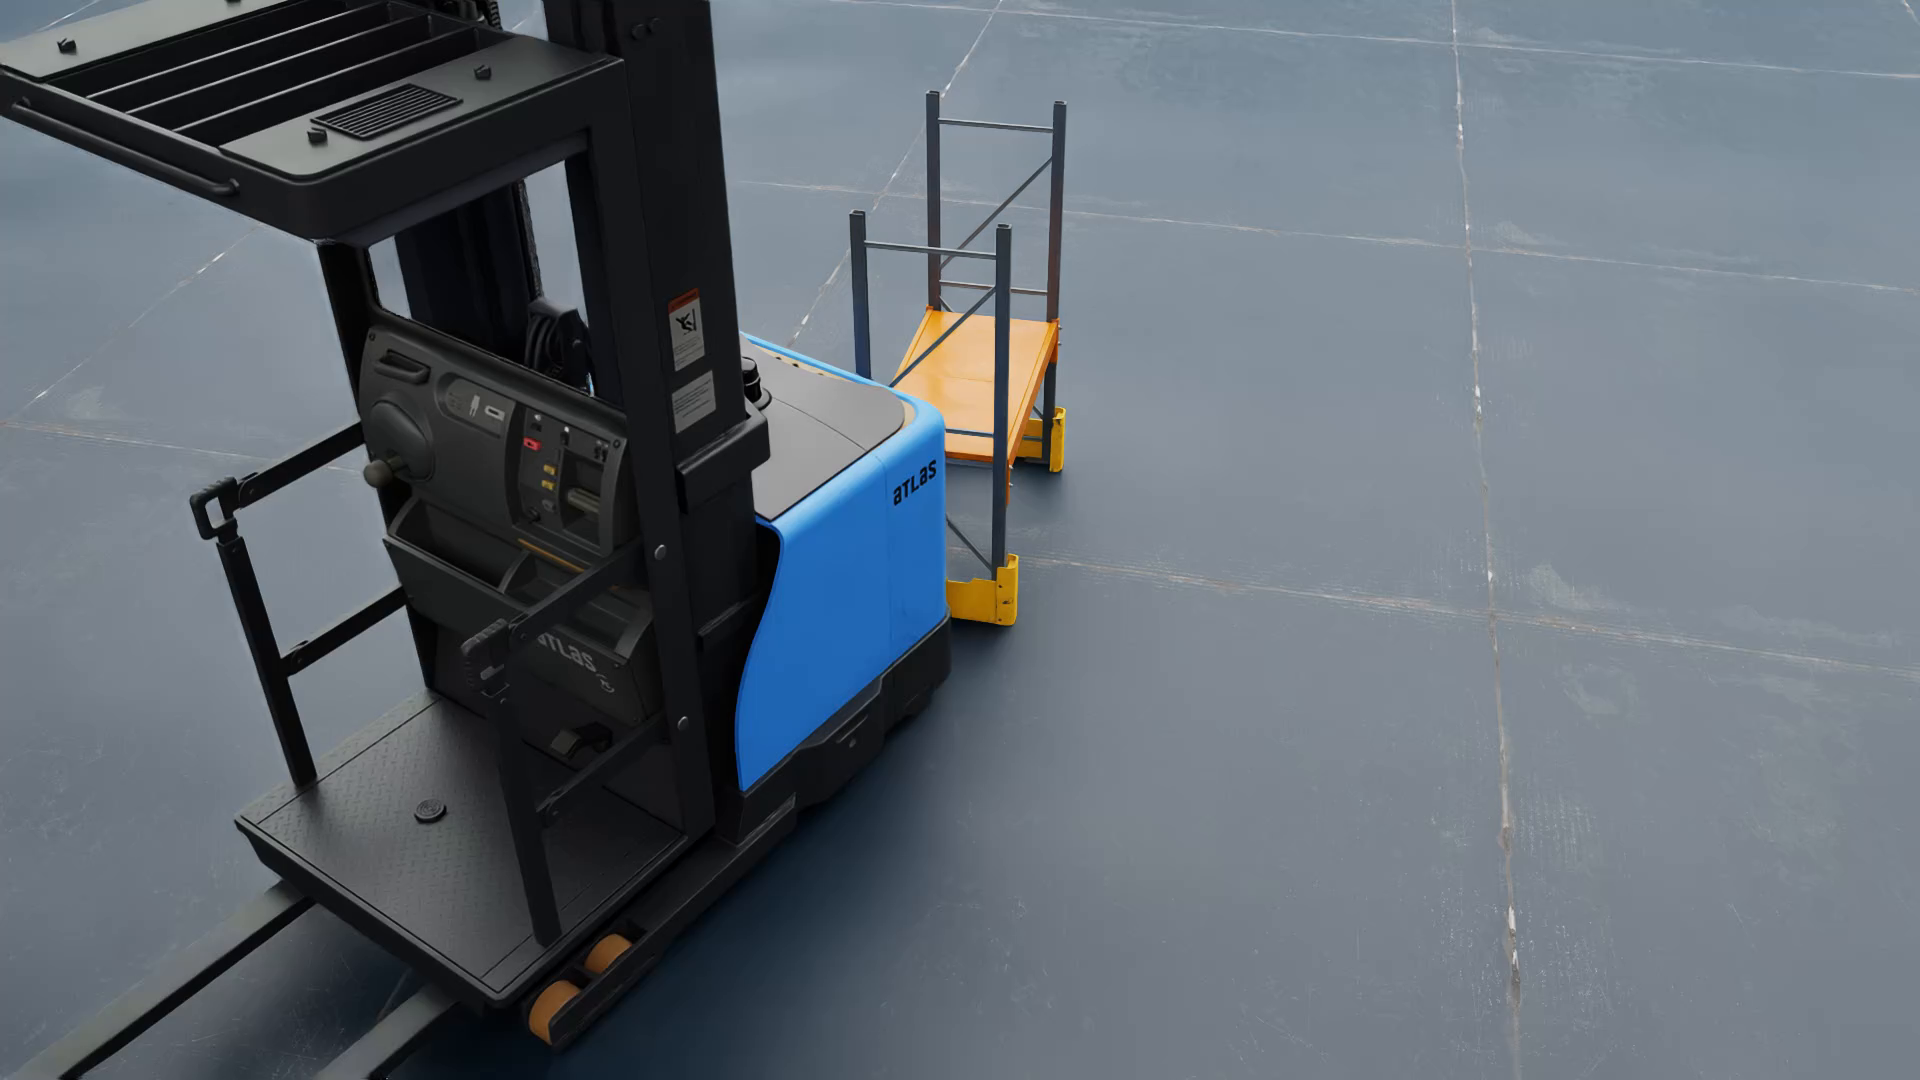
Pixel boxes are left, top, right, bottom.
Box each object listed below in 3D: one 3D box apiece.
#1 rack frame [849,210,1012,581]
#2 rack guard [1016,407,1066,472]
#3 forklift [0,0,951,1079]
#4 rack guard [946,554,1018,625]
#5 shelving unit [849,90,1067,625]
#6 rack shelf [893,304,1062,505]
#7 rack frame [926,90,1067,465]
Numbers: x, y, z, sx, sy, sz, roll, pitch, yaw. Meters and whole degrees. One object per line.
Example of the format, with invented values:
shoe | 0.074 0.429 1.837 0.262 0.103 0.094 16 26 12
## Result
rack frame | -0.090 -0.365 5.475 0.500 1.500 0.032 7 37 10
rack guard | 0.123 -0.430 6.631 0.587 0.250 0.087 7 37 10
forklift | -1.295 -0.175 3.994 1.130 2.935 3.031 23 42 28
rack guard | -0.090 0.141 5.843 0.587 0.250 0.087 7 37 10
shelving unit | 0.016 -0.651 5.870 0.587 1.500 1.083 7 37 10
rack shelf | 0.018 -0.511 5.983 0.538 0.185 1.000 7 37 10
rack frame | 0.127 -0.948 6.279 0.500 1.500 0.032 7 37 10
